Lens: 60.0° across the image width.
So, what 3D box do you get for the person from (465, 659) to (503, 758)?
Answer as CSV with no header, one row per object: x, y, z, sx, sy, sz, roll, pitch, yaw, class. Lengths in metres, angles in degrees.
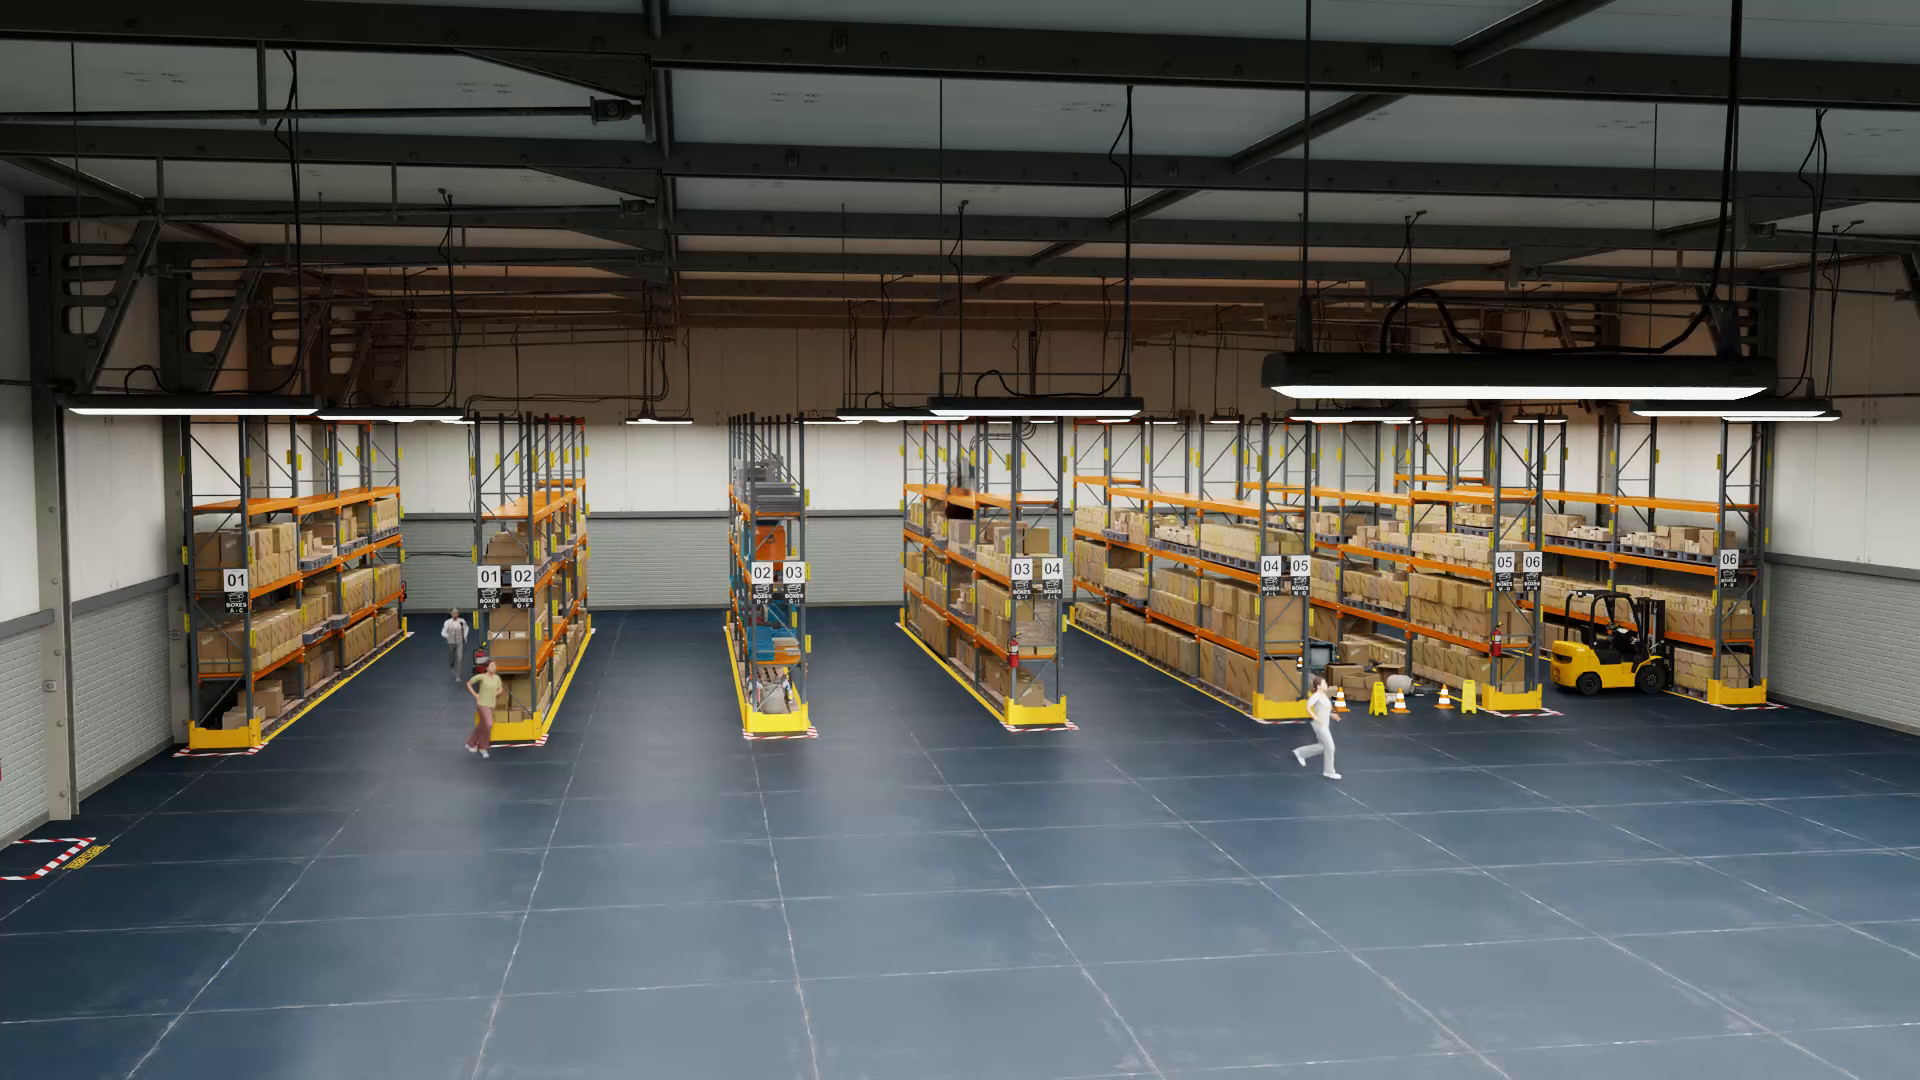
-8.313,2.938,29.089,0.685,1.724,0.566,2,5,32,person

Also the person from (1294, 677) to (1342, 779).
5.859,3.057,27.244,0.818,1.660,0.566,2,4,28,person

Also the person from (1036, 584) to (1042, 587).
2.213,1.717,46.988,0.650,1.630,0.546,0,4,-6,person

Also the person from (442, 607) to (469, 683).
-11.390,2.330,37.552,0.600,1.681,0.892,-1,4,-20,person
